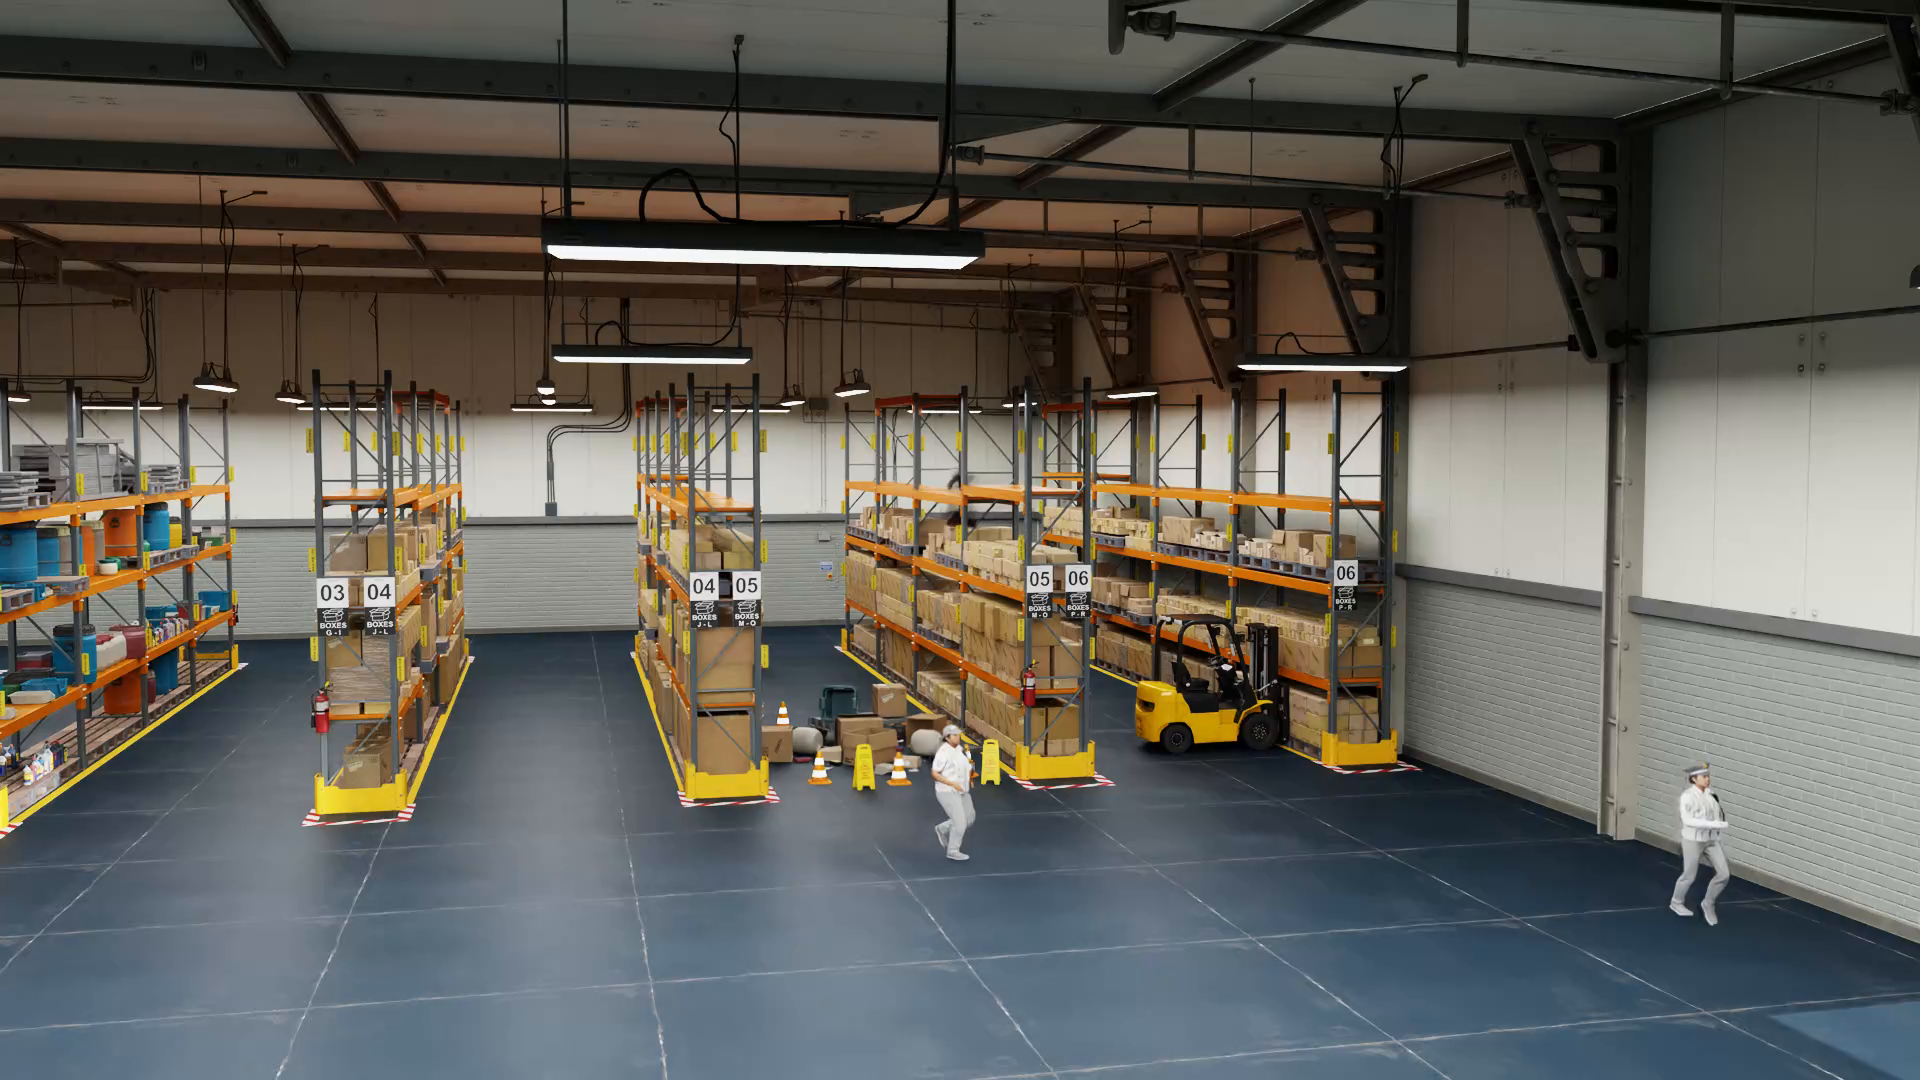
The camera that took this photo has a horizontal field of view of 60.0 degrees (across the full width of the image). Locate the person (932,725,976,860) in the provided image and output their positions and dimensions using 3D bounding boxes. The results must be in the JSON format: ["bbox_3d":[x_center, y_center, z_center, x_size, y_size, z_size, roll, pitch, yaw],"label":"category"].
[{"bbox_3d":[-0.111,3.033,20.080,0.578,1.615,0.605,2,4,32],"label":"person"}]

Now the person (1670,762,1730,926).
[{"bbox_3d":[7.732,3.158,17.325,0.579,1.717,0.695,-1,4,-20],"label":"person"}]
